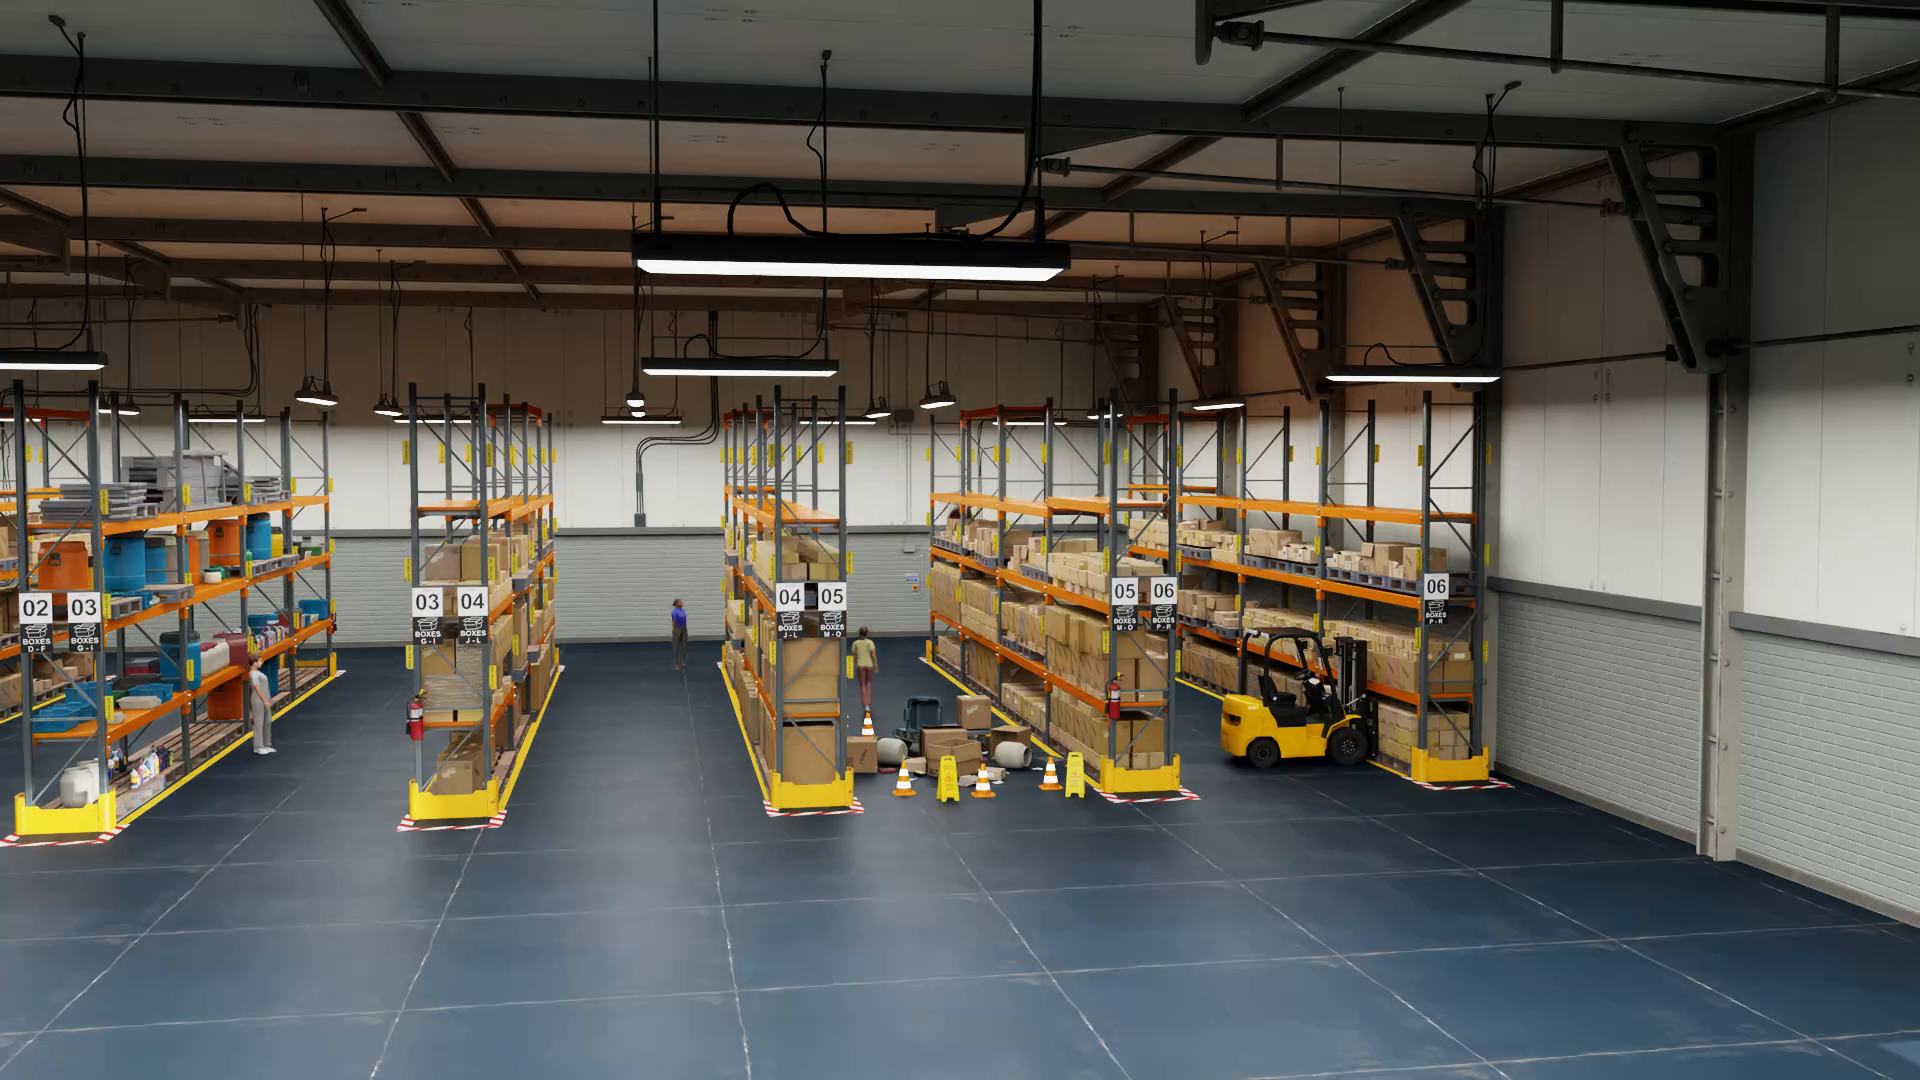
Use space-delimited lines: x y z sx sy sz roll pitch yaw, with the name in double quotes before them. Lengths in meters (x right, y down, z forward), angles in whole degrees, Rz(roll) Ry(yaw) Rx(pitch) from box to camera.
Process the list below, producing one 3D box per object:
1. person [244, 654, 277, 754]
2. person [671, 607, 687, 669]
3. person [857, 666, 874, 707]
"person" -11.745 2.765 27.981 0.495 1.707 0.529 0 3 5
"person" -6.611 2.305 39.276 0.411 1.462 0.429 3 4 45
"person" -1.862 2.819 32.758 0.348 0.911 0.630 -1 3 -12
